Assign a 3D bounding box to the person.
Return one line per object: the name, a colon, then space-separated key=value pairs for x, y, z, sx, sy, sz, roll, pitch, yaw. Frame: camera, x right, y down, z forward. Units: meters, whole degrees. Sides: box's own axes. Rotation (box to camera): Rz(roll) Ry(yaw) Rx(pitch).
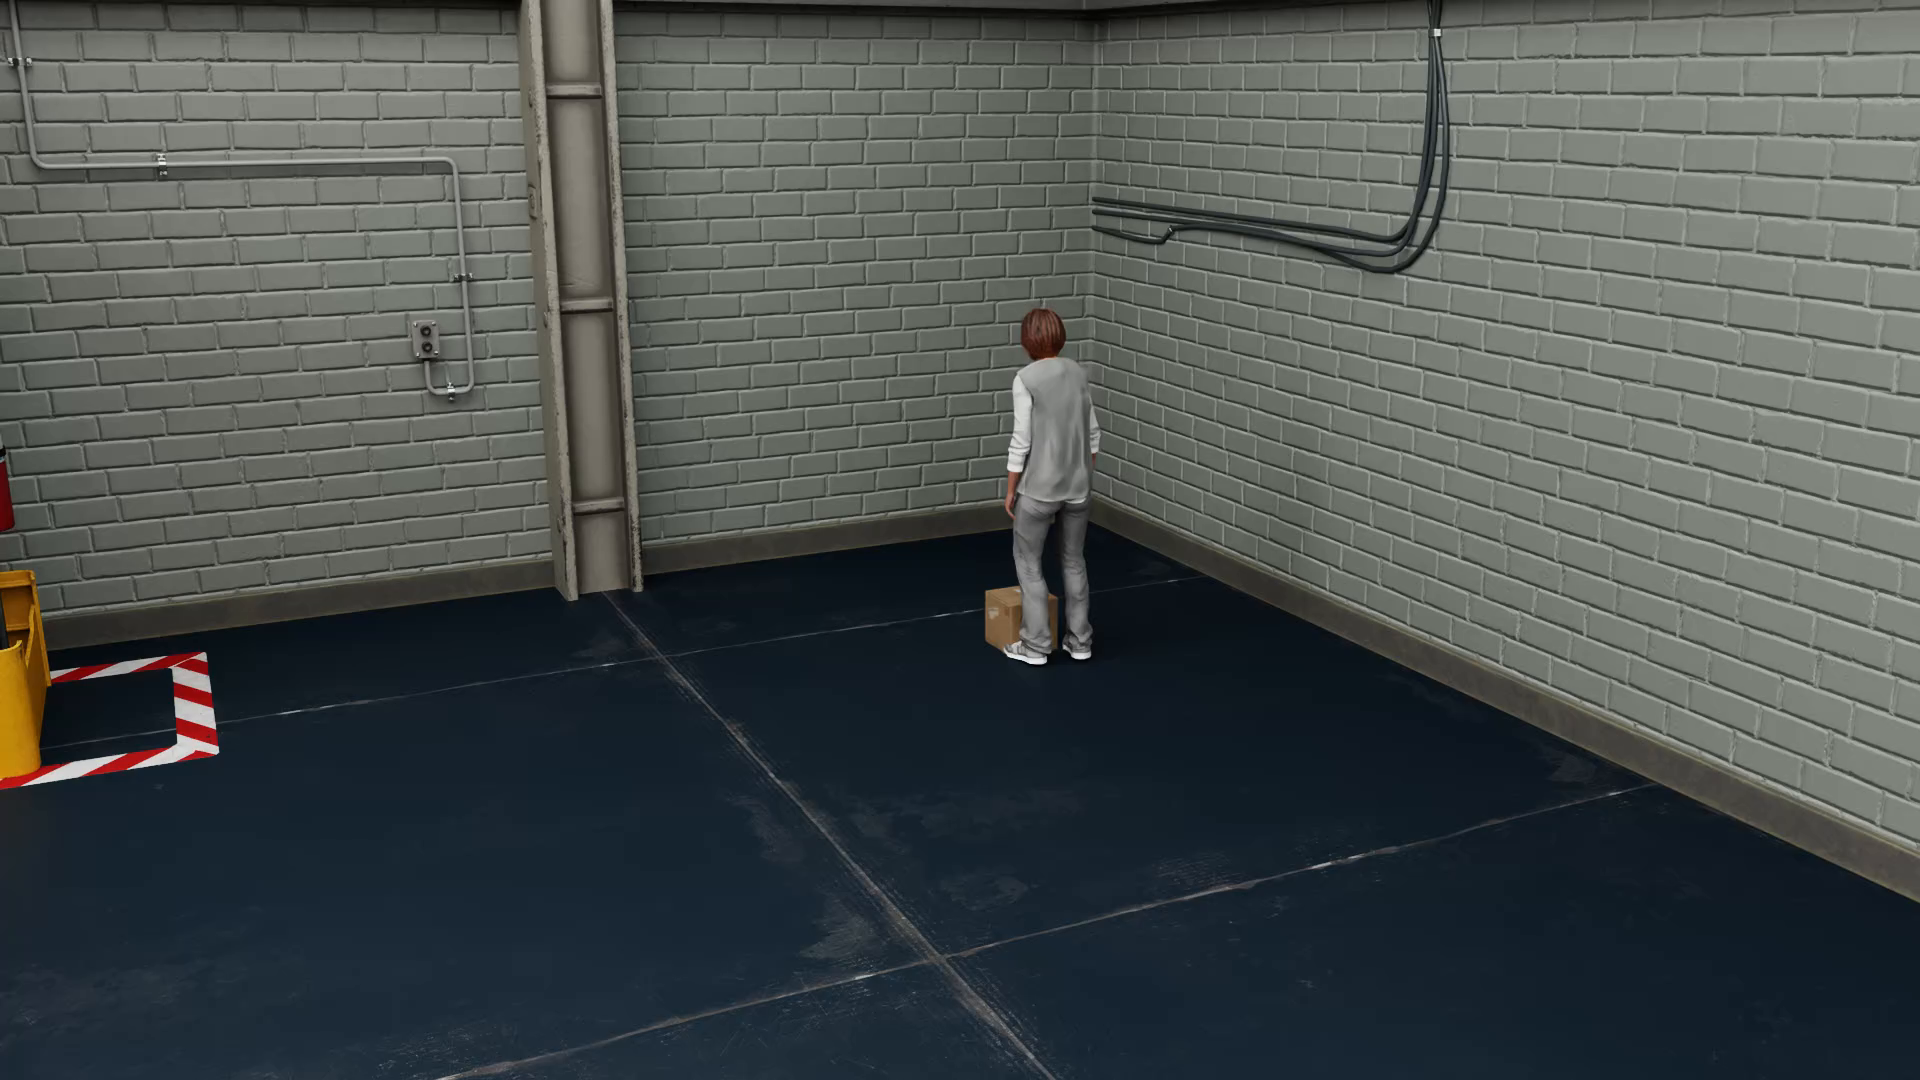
person: x=0.396 y=-0.221 z=7.347 sx=0.469 sy=1.590 sz=0.377 roll=-8 pitch=17 yaw=-27
